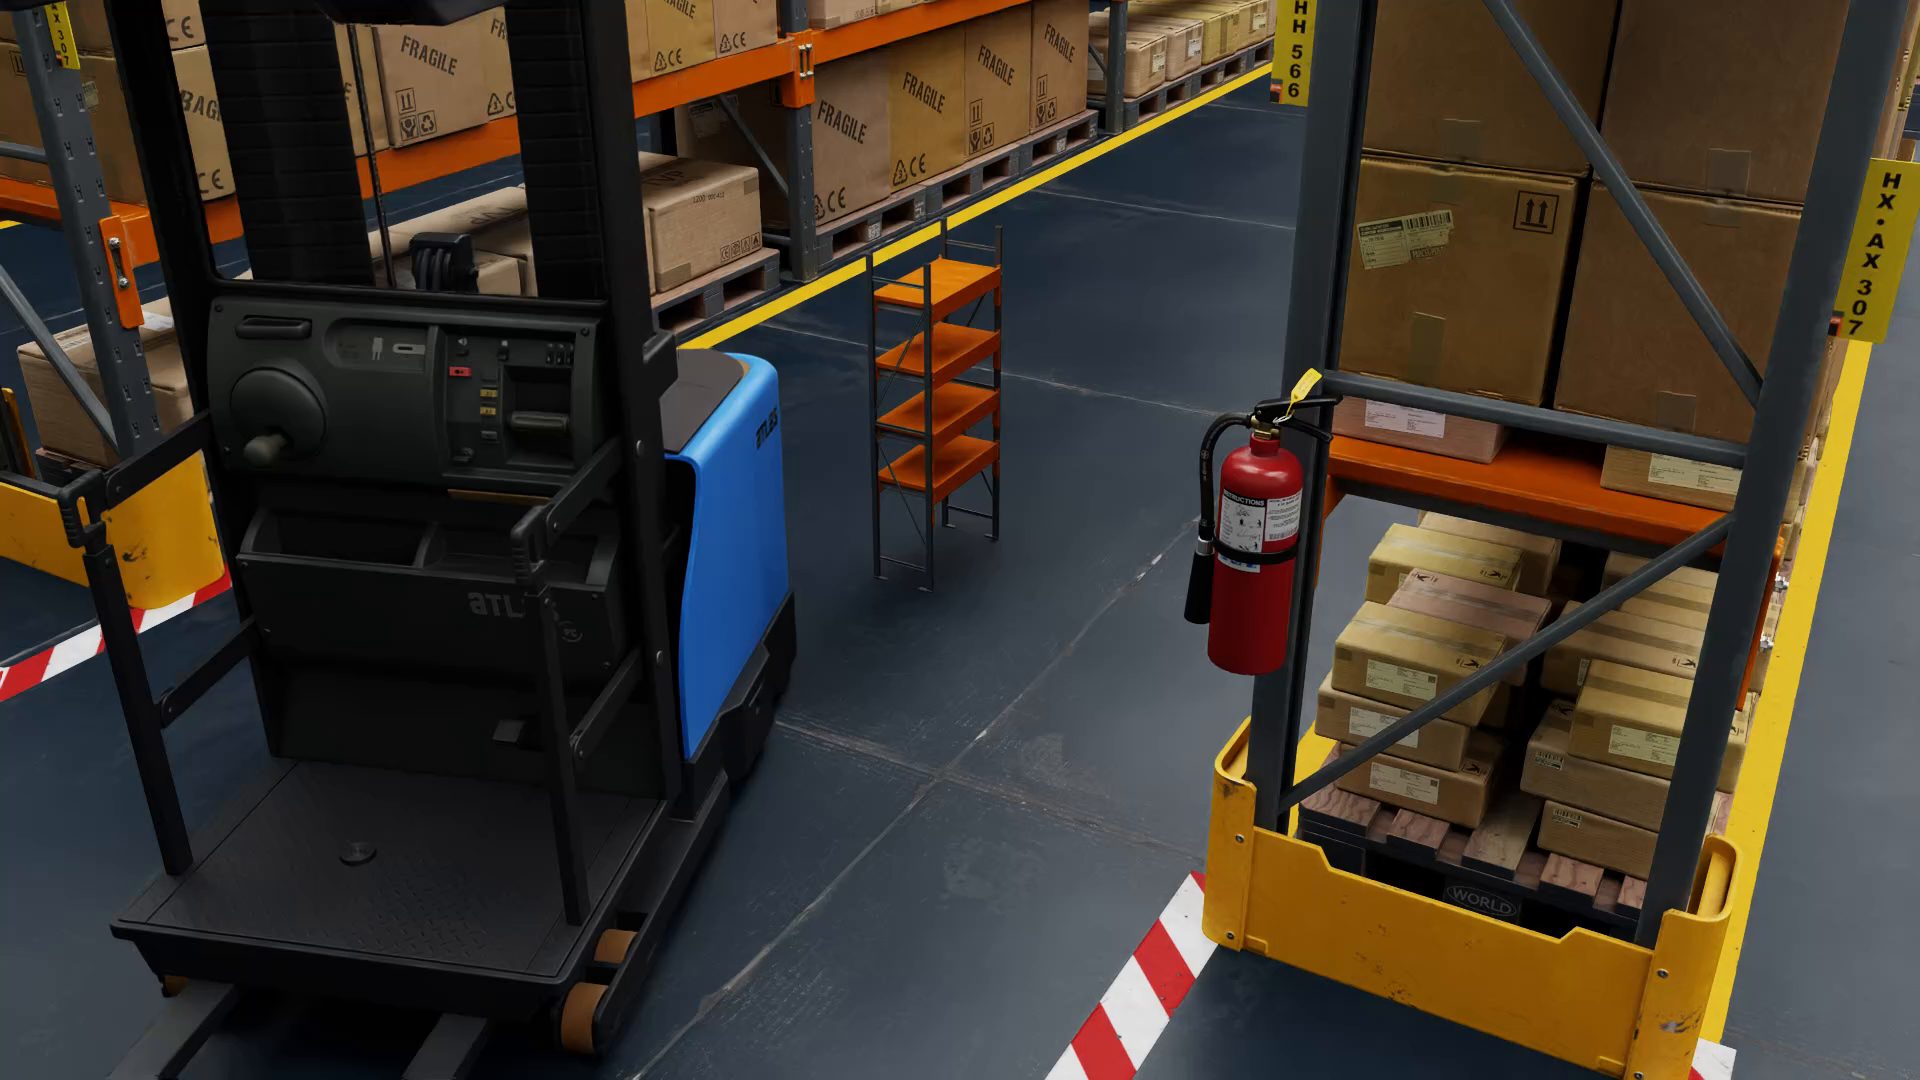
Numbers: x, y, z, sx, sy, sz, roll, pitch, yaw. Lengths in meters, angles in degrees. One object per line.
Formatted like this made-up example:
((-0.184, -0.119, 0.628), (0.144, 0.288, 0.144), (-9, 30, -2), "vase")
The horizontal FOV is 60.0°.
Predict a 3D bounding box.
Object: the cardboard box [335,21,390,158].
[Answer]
((-2.497, -1.665, 6.113), (0.500, 0.500, 0.500), (14, 30, 25), "cardboard box")

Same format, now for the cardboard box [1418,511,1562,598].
((1.564, 0.015, 4.920), (0.380, 0.149, 0.250), (13, 29, 24), "cardboard box")

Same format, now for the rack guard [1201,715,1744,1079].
((1.189, 0.846, 4.002), (1.175, 0.500, 0.348), (14, 30, 26), "rack guard")

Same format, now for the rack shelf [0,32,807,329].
((-2.224, -1.751, 7.200), (1.077, 0.370, 4.000), (14, 30, 26), "rack shelf")

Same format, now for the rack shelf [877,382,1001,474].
((-0.081, -0.412, 5.883), (0.258, 0.148, 0.480), (14, 30, 26), "rack shelf")

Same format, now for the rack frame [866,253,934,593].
((-0.201, -0.377, 5.663), (0.240, 1.200, 0.015), (14, 30, 26), "rack frame")

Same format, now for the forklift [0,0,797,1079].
((-1.298, -0.294, 3.563), (1.130, 2.935, 3.031), (5, 27, 9), "forklift")

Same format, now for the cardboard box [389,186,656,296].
((-2.082, -1.324, 7.937), (0.875, 0.438, 0.875), (13, 29, 25), "cardboard box")

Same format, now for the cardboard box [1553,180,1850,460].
((1.613, -0.534, 3.522), (0.500, 0.500, 0.500), (16, 31, 28), "cardboard box")

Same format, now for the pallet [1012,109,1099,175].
((0.274, -2.873, 11.754), (1.003, 0.211, 1.213), (14, 30, 26), "pallet")

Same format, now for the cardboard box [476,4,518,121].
((-2.000, -2.058, 6.899), (0.500, 0.500, 0.500), (15, 30, 28), "cardboard box")

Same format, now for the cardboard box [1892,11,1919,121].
((1.846, -1.182, 3.699), (0.500, 0.500, 0.500), (15, 30, 28), "cardboard box")

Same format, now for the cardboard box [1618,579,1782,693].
((1.971, 0.245, 4.460), (0.380, 0.149, 0.250), (14, 30, 26), "cardboard box")

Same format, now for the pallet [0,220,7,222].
((-6.501, -1.952, 9.914), (1.003, 0.211, 1.213), (14, 30, 26), "pallet")

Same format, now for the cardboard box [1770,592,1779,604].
((2.323, 0.219, 5.178), (0.380, 0.149, 0.250), (13, 29, 24), "cardboard box")

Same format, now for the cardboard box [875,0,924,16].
((-0.541, -3.100, 9.260), (0.500, 0.250, 0.500), (13, 30, 25), "cardboard box")

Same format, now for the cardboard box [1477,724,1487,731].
((1.267, 0.471, 4.674), (0.380, 0.149, 0.250), (15, 30, 28), "cardboard box")

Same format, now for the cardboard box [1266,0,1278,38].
((2.439, -4.778, 14.909), (0.950, 0.372, 0.625), (15, 30, 27), "cardboard box")

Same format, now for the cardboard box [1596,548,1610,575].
((2.226, 0.039, 5.204), (0.380, 0.149, 0.250), (16, 31, 29), "cardboard box")

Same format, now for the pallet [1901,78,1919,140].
((3.622, -1.981, 7.072), (1.003, 0.211, 1.213), (14, 30, 26), "pallet")

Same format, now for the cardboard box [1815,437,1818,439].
((2.715, -0.368, 5.685), (0.380, 0.149, 0.250), (13, 29, 24), "cardboard box")

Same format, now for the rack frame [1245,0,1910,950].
((1.151, -0.242, 3.383), (1.000, 3.000, 0.127), (14, 30, 26), "rack frame")

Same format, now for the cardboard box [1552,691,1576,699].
((1.860, 0.355, 4.574), (0.380, 0.149, 0.250), (15, 30, 27), "cardboard box")

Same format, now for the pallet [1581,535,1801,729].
((2.220, 0.192, 5.630), (1.003, 0.211, 1.213), (14, 30, 26), "pallet")

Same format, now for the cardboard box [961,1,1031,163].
((-0.127, -3.051, 10.898), (0.875, 0.875, 0.875), (15, 30, 27), "cardboard box")

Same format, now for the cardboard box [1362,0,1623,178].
((1.160, -1.100, 3.536), (0.500, 0.500, 0.500), (14, 30, 25), "cardboard box")

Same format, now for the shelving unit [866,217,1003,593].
((-0.081, -0.472, 5.853), (0.258, 1.200, 0.503), (14, 30, 26), "shelving unit")

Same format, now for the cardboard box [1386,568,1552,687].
((1.365, 0.231, 4.488), (0.380, 0.149, 0.250), (15, 30, 27), "cardboard box")

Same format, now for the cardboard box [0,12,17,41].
((-3.178, -2.025, 5.716), (0.500, 0.500, 0.500), (15, 30, 28), "cardboard box")

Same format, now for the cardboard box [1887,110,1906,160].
((2.625, -1.333, 5.117), (0.500, 0.500, 0.500), (14, 30, 26), "cardboard box")

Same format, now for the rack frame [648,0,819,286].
((-1.240, -2.852, 8.596), (1.000, 3.000, 0.127), (14, 30, 26), "rack frame")

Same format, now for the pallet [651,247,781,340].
((-1.682, -1.326, 8.663), (1.003, 0.211, 1.213), (14, 30, 26), "pallet")

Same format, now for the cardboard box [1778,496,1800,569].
((2.335, -0.068, 5.086), (0.380, 0.149, 0.250), (15, 30, 27), "cardboard box")

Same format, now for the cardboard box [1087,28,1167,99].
((1.014, -3.642, 12.640), (0.950, 0.372, 0.625), (12, 29, 23), "cardboard box")

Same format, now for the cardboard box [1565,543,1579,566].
((1.805, 0.073, 5.470), (0.380, 0.149, 0.250), (15, 30, 27), "cardboard box")

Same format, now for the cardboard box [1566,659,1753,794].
((1.705, 0.449, 4.053), (0.380, 0.149, 0.250), (13, 29, 24), "cardboard box")

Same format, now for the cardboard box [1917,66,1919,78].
((3.713, -1.929, 6.564), (0.380, 0.149, 0.250), (13, 29, 24), "cardboard box")

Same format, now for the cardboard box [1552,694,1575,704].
((1.861, 0.493, 4.631), (0.380, 0.149, 0.250), (15, 30, 27), "cardboard box")

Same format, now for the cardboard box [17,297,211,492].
((-2.970, -0.614, 6.520), (0.875, 0.438, 0.875), (13, 29, 24), "cardboard box")

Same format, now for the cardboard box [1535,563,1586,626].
((1.638, 0.158, 4.967), (0.380, 0.149, 0.250), (14, 30, 25), "cardboard box")

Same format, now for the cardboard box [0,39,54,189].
((-3.201, -1.584, 5.952), (0.500, 0.500, 0.500), (14, 30, 26), "cardboard box")

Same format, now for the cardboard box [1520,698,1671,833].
((1.633, 0.564, 4.156), (0.380, 0.149, 0.250), (16, 31, 28), "cardboard box")

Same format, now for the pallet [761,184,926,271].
((-0.926, -1.922, 9.854), (1.003, 0.211, 1.213), (14, 30, 26), "pallet")

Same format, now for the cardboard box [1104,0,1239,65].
((1.748, -4.225, 13.806), (0.950, 0.372, 0.625), (15, 30, 28), "cardboard box")

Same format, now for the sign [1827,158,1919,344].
((1.624, -0.510, 2.951), (0.100, 0.325, 0.005), (14, 30, 26), "sign")

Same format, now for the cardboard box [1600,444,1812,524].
((1.596, -0.184, 3.548), (0.380, 0.149, 0.250), (14, 30, 26), "cardboard box")

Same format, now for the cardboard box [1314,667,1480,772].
((1.163, 0.443, 4.397), (0.380, 0.149, 0.250), (13, 30, 25), "cardboard box")

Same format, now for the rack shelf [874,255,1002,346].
((-0.081, -0.823, 5.677), (0.258, 0.148, 0.480), (14, 30, 26), "rack shelf")

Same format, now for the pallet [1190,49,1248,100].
((1.714, -3.942, 13.889), (1.003, 0.211, 1.213), (14, 30, 26), "pallet")

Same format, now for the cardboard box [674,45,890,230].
((-1.005, -2.349, 9.496), (0.875, 0.875, 0.875), (15, 30, 28), "cardboard box")

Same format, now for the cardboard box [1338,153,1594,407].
((1.148, -0.652, 3.758), (0.500, 0.500, 0.500), (15, 30, 27), "cardboard box")

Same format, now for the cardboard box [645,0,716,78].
((-1.494, -2.458, 7.698), (0.500, 0.500, 0.500), (13, 30, 25), "cardboard box")

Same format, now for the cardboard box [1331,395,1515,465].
((1.066, -0.319, 3.818), (0.380, 0.149, 0.250), (14, 30, 26), "cardboard box")
